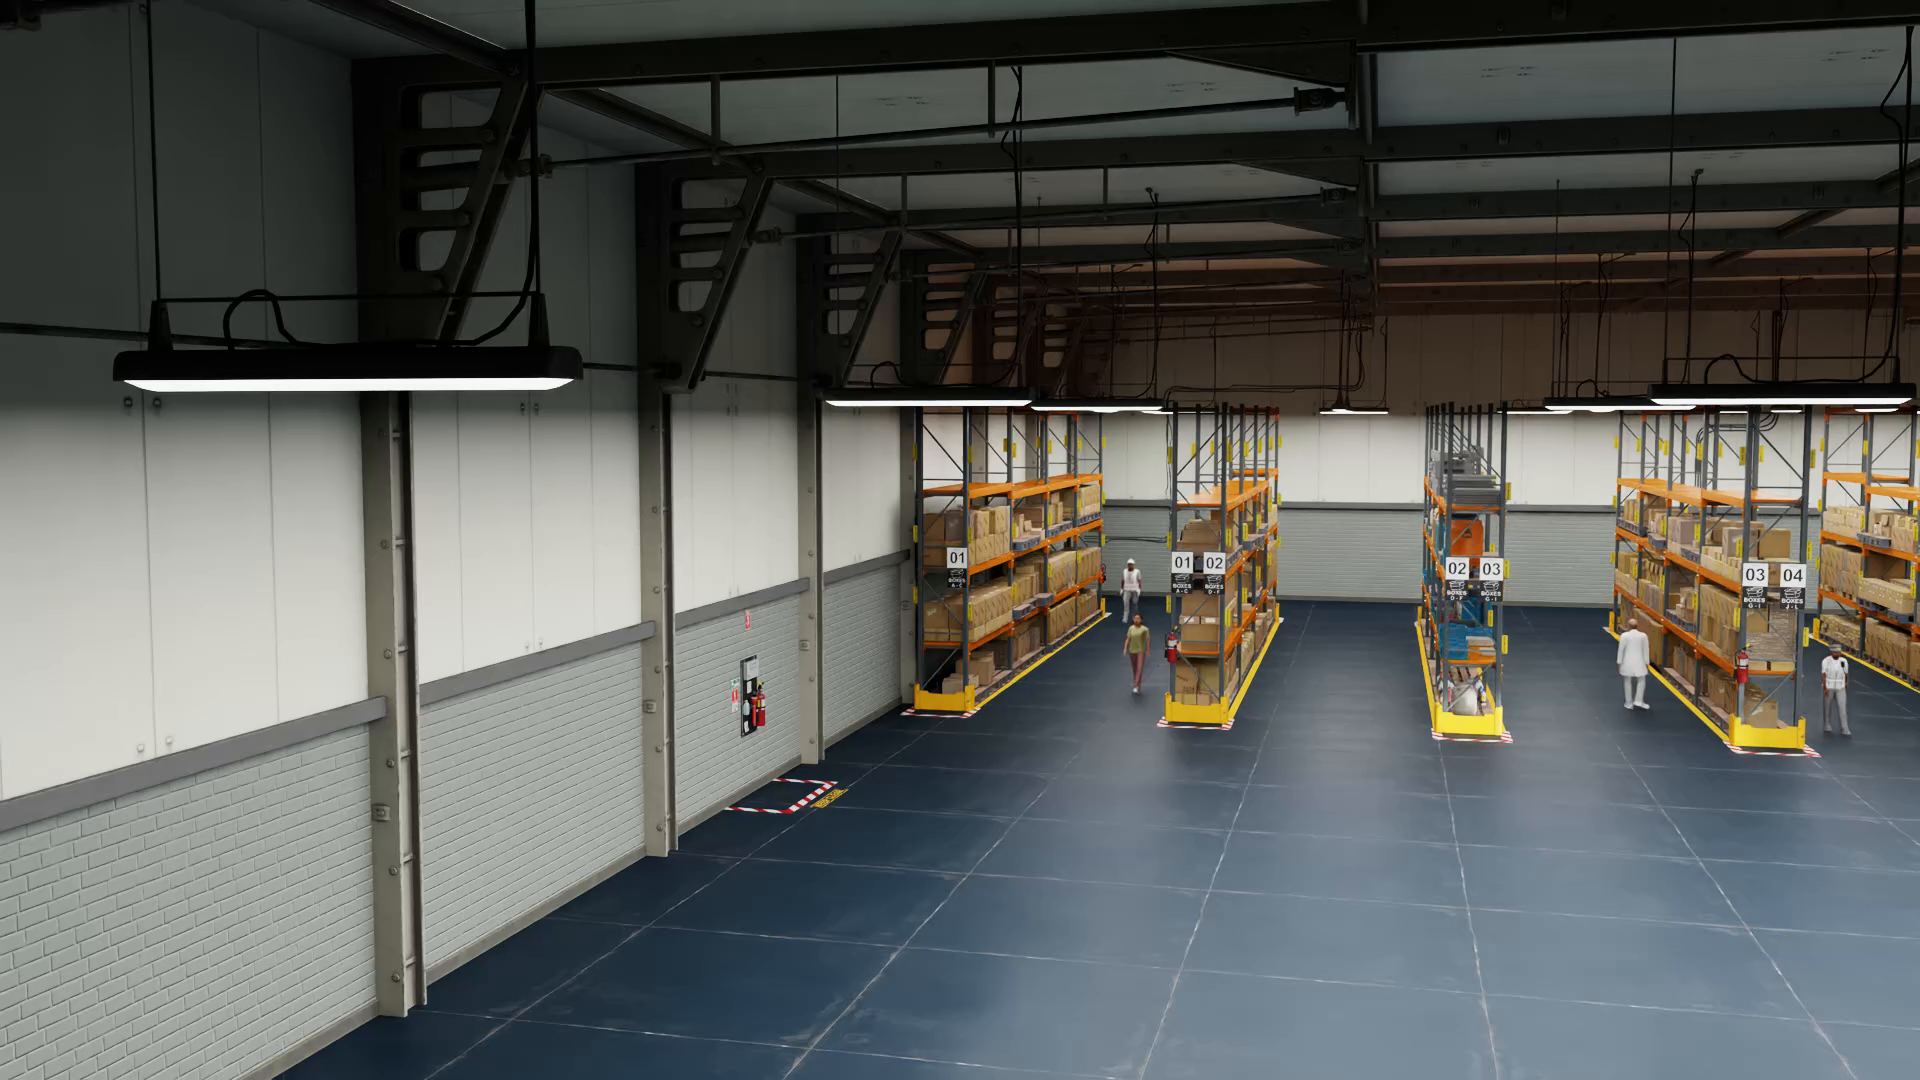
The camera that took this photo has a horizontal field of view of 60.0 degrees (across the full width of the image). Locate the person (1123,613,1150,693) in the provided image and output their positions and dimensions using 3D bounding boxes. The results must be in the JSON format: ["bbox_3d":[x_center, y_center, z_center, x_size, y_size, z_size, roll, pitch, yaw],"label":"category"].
[{"bbox_3d":[3.690,2.331,34.722,0.513,1.605,1.054,1,4,18],"label":"person"}]

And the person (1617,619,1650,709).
[{"bbox_3d":[13.204,2.431,32.621,0.614,1.775,0.595,1,4,13],"label":"person"}]

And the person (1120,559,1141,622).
[{"bbox_3d":[4.753,1.399,46.455,0.628,1.720,1.039,1,4,15],"label":"person"}]

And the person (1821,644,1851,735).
[{"bbox_3d":[15.757,2.676,29.928,0.464,1.625,0.992,2,5,21],"label":"person"}]
